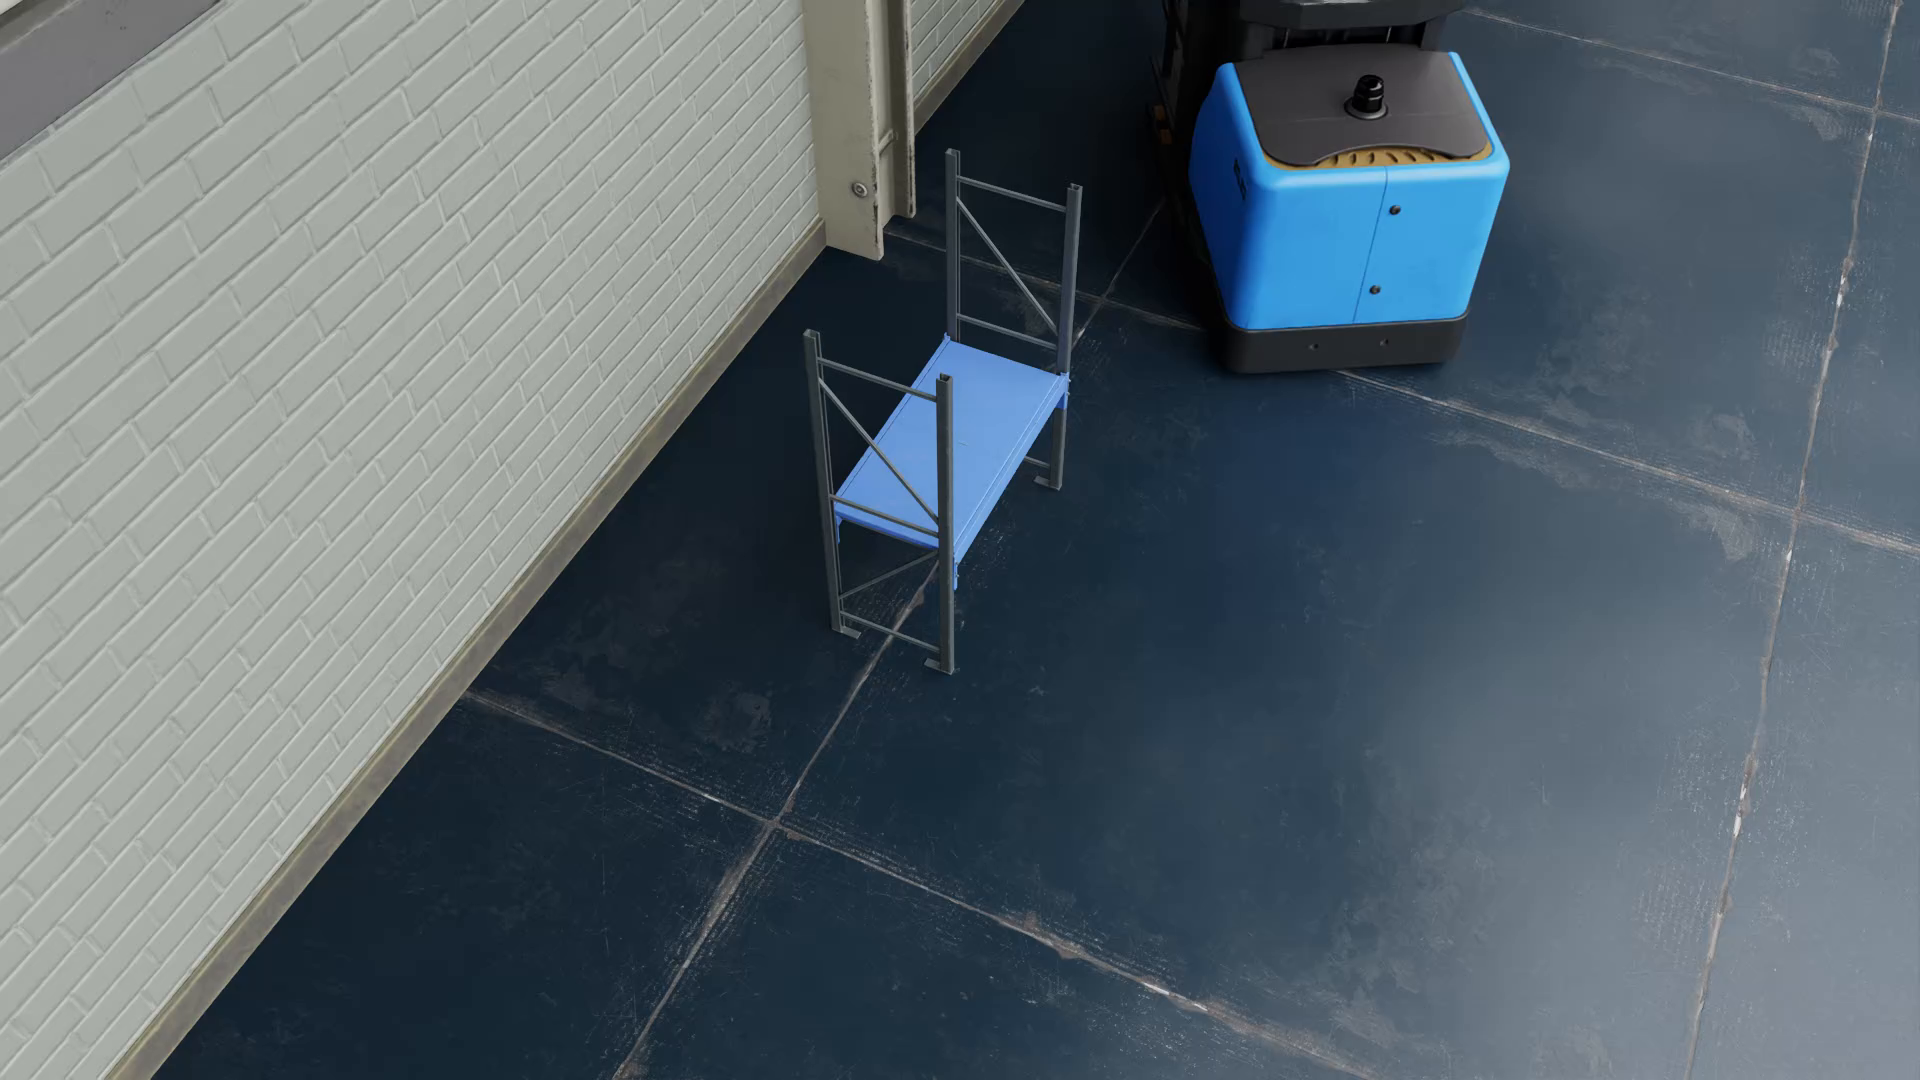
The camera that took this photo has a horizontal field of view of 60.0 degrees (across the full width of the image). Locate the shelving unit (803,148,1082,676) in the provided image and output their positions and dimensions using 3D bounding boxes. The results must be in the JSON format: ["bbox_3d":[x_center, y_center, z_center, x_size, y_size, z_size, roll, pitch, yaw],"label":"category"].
[{"bbox_3d":[-0.036,-0.427,5.944,0.538,1.500,1.048,20,52,16],"label":"shelving unit"}]

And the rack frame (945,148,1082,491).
[{"bbox_3d":[0.181,-0.777,6.242,0.500,1.500,0.032,20,52,16],"label":"rack frame"}]

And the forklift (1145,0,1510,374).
[{"bbox_3d":[1.508,-2.786,7.011,1.130,2.935,3.031,-4,50,-3],"label":"forklift"}]

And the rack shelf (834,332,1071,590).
[{"bbox_3d":[-0.036,-0.311,6.081,0.538,0.185,1.000,20,52,16],"label":"rack shelf"}]

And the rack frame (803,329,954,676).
[{"bbox_3d":[-0.254,-0.077,5.646,0.500,1.500,0.032,20,52,16],"label":"rack frame"}]

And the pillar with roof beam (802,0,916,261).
[{"bbox_3d":[3.463,-2.987,3.198,9.100,9.000,0.400,20,52,16],"label":"pillar with roof beam"}]
